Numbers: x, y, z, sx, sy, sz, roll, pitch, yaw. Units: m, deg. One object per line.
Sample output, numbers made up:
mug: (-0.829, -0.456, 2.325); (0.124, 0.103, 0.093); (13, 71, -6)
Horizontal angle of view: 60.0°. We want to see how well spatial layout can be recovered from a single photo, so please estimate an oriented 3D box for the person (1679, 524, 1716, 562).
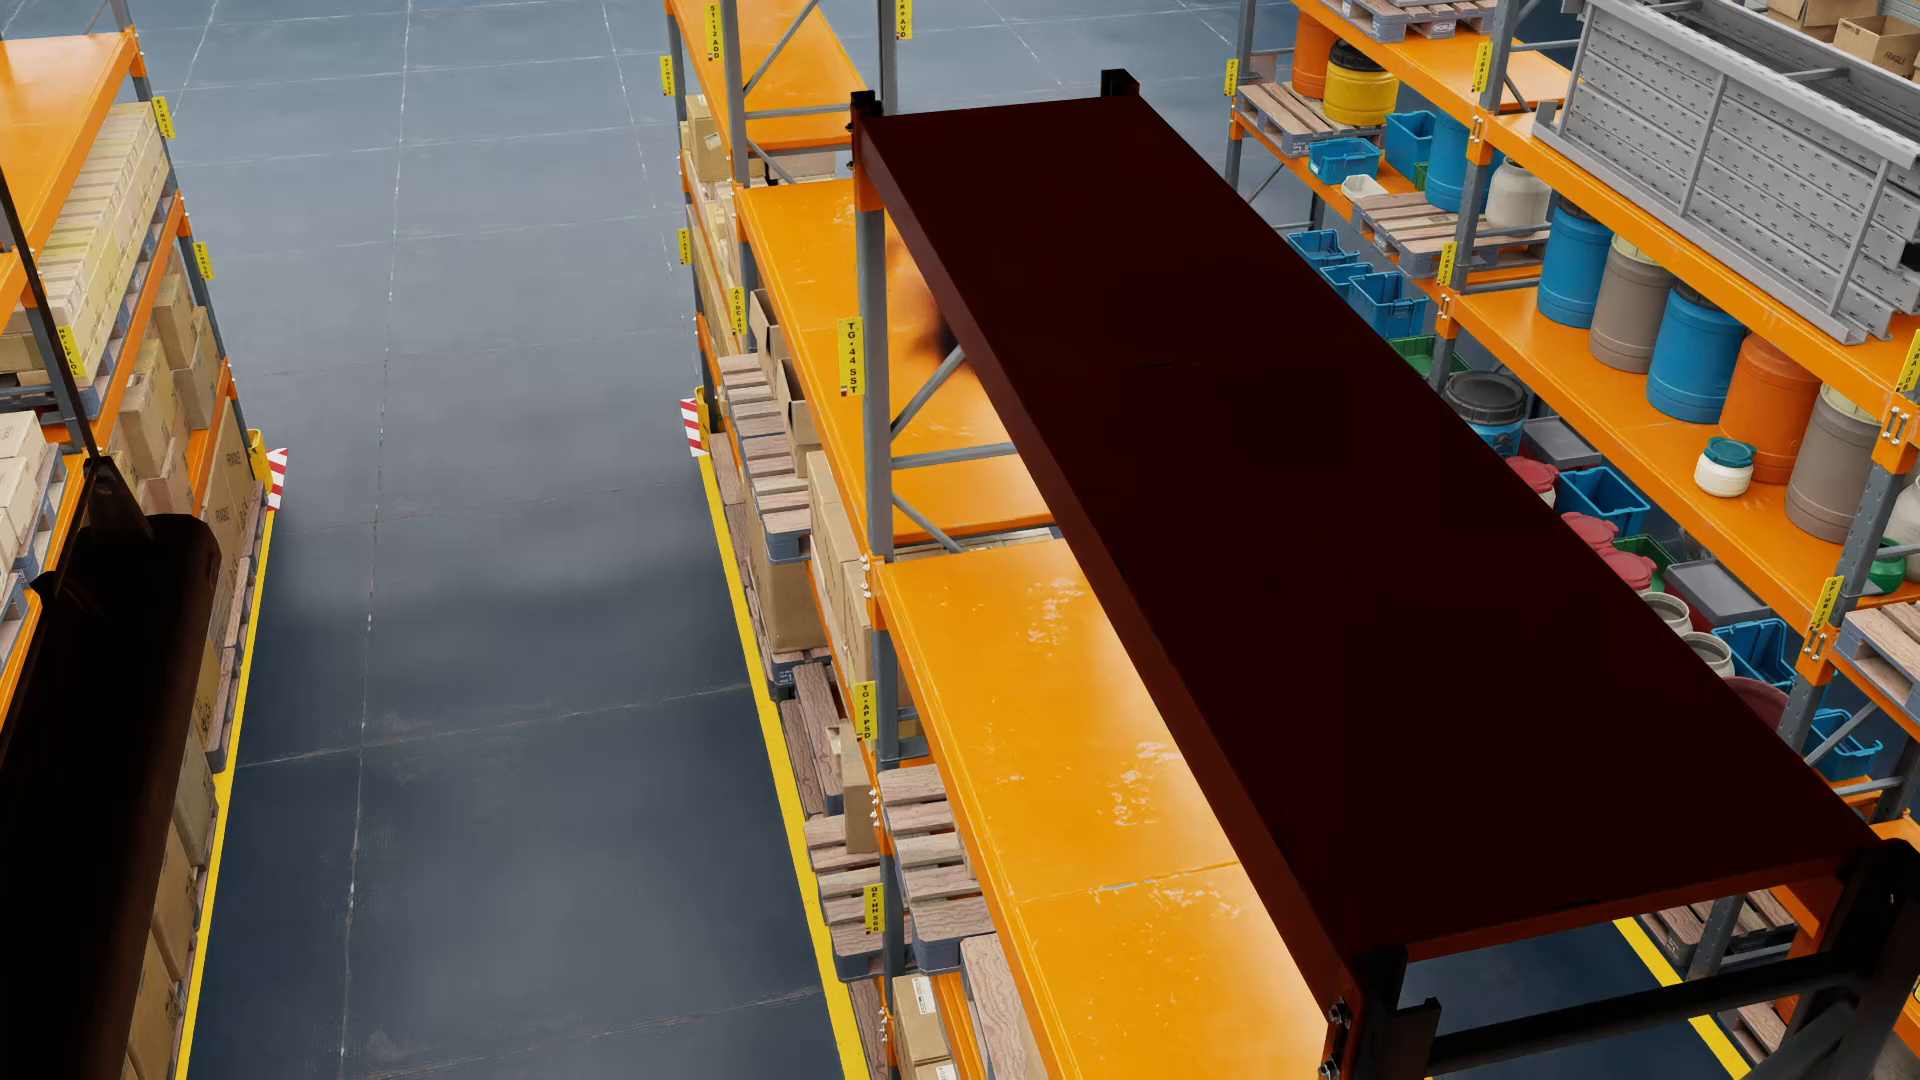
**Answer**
person: (5.927, -0.266, 13.115); (0.747, 1.630, 0.598); (19, 39, 26)
